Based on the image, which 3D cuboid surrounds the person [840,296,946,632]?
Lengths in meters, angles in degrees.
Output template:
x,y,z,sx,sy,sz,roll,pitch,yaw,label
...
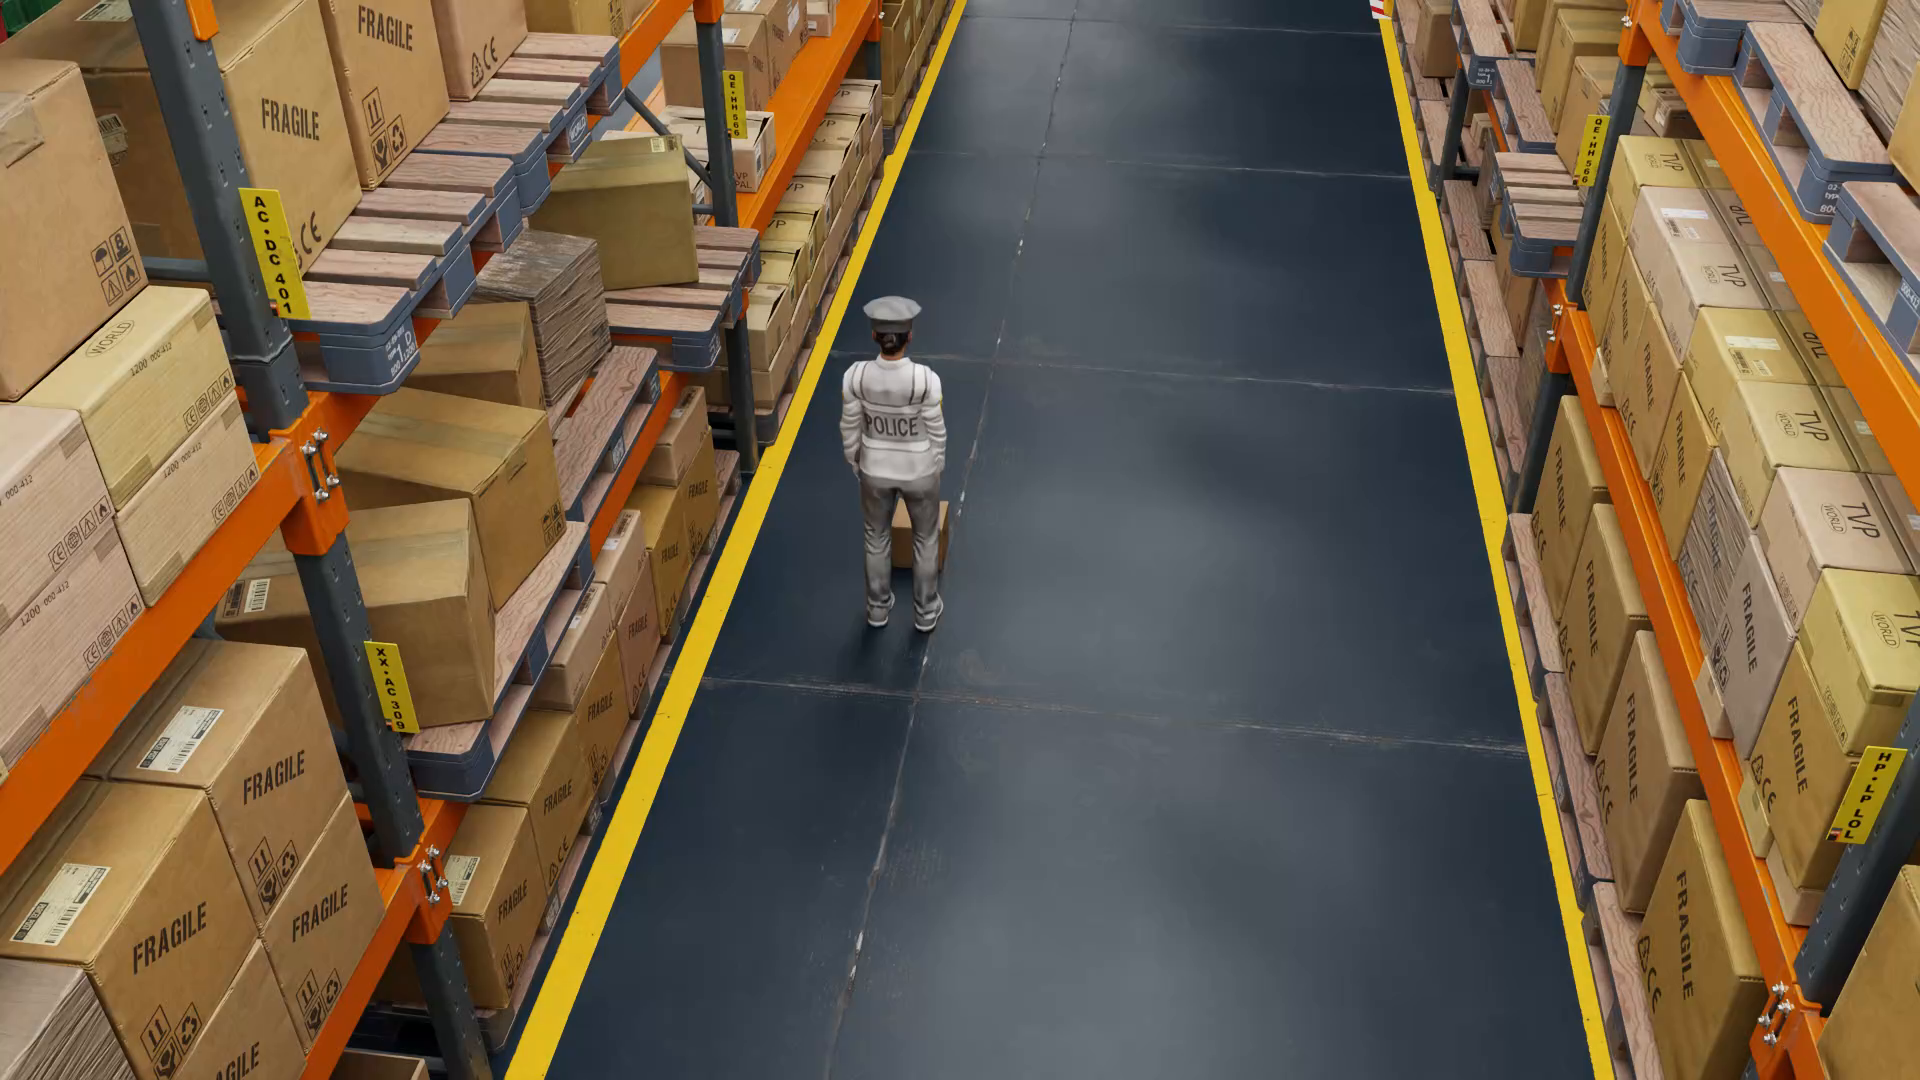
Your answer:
x,y,z,sx,sy,sz,roll,pitch,yaw,label
-0.293,-0.311,7.470,0.475,1.661,0.327,5,37,7,person
